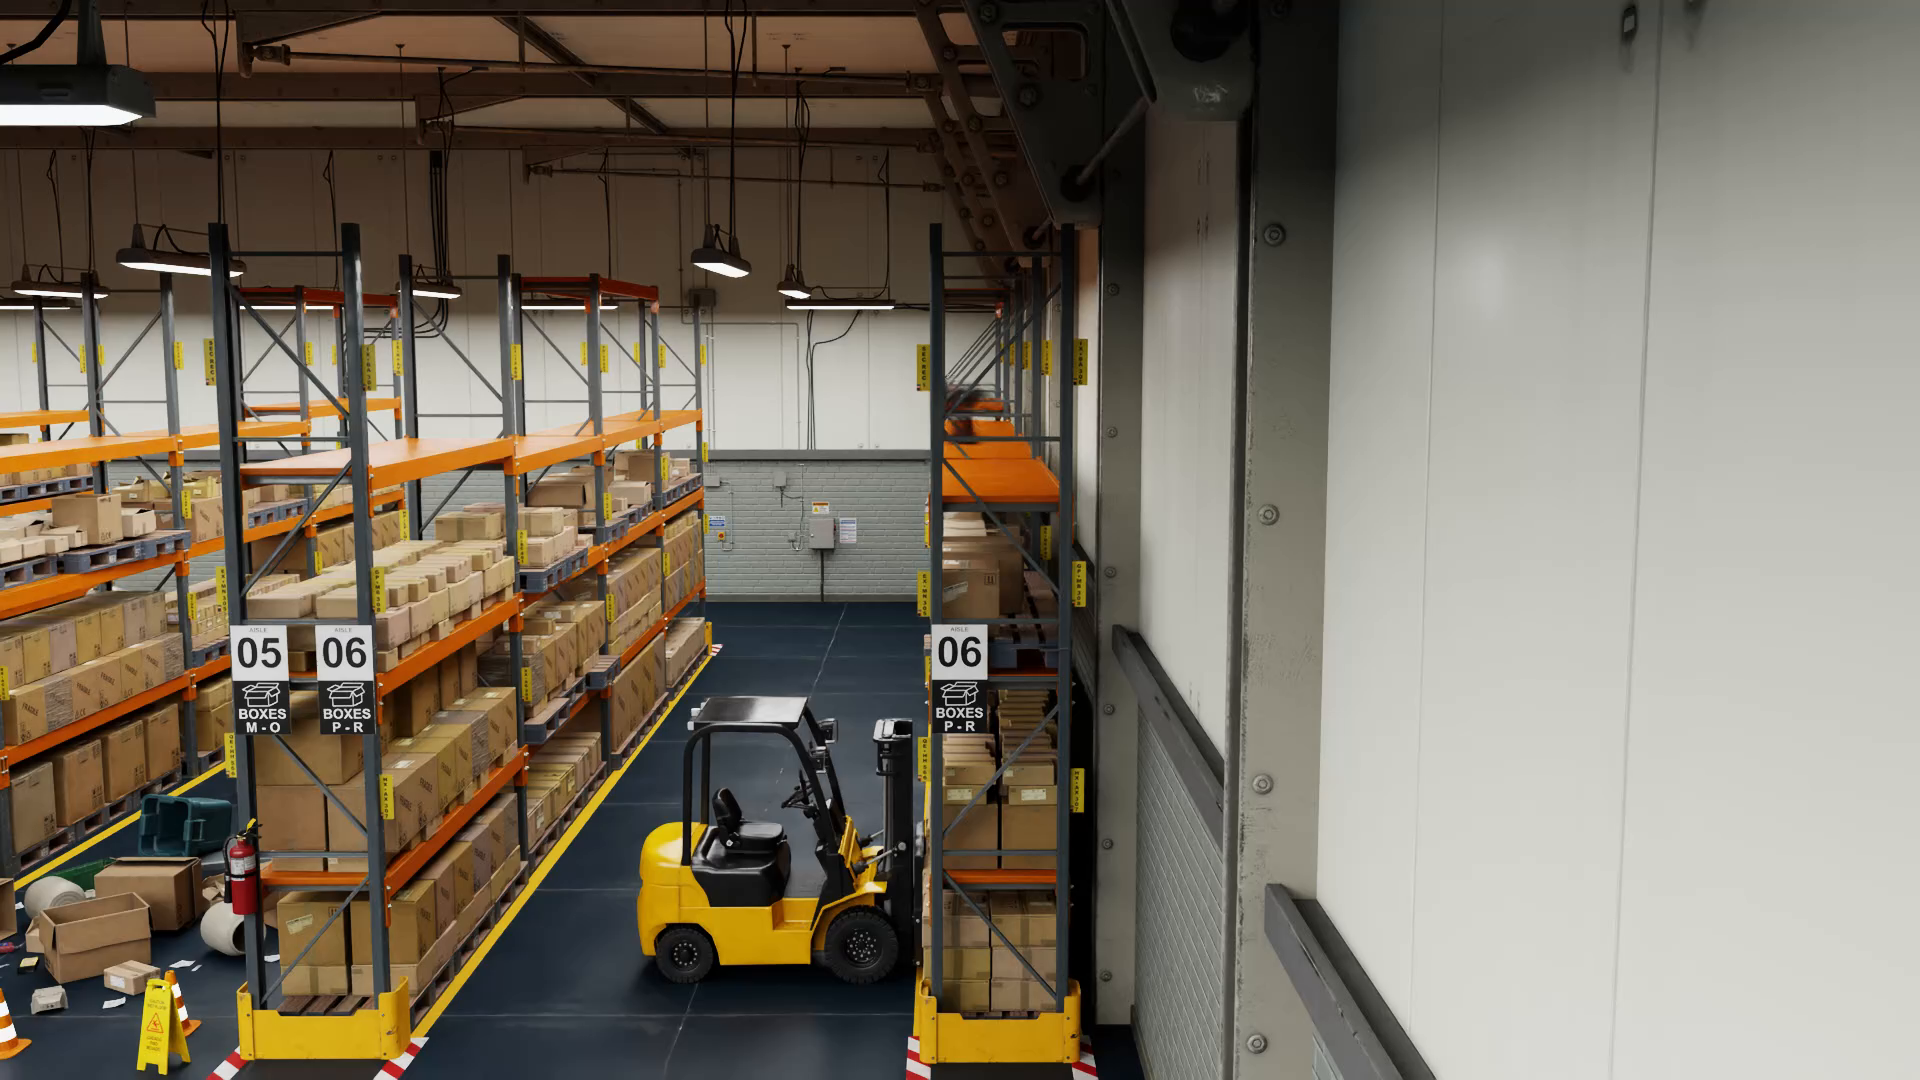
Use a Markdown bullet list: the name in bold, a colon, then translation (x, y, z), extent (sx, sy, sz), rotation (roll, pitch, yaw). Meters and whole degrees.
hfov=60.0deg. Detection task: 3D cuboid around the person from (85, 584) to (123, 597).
- **person**: translation (-13.054, 1.329, 25.424), extent (0.603, 1.825, 0.833), rotation (0, 7, 2)
